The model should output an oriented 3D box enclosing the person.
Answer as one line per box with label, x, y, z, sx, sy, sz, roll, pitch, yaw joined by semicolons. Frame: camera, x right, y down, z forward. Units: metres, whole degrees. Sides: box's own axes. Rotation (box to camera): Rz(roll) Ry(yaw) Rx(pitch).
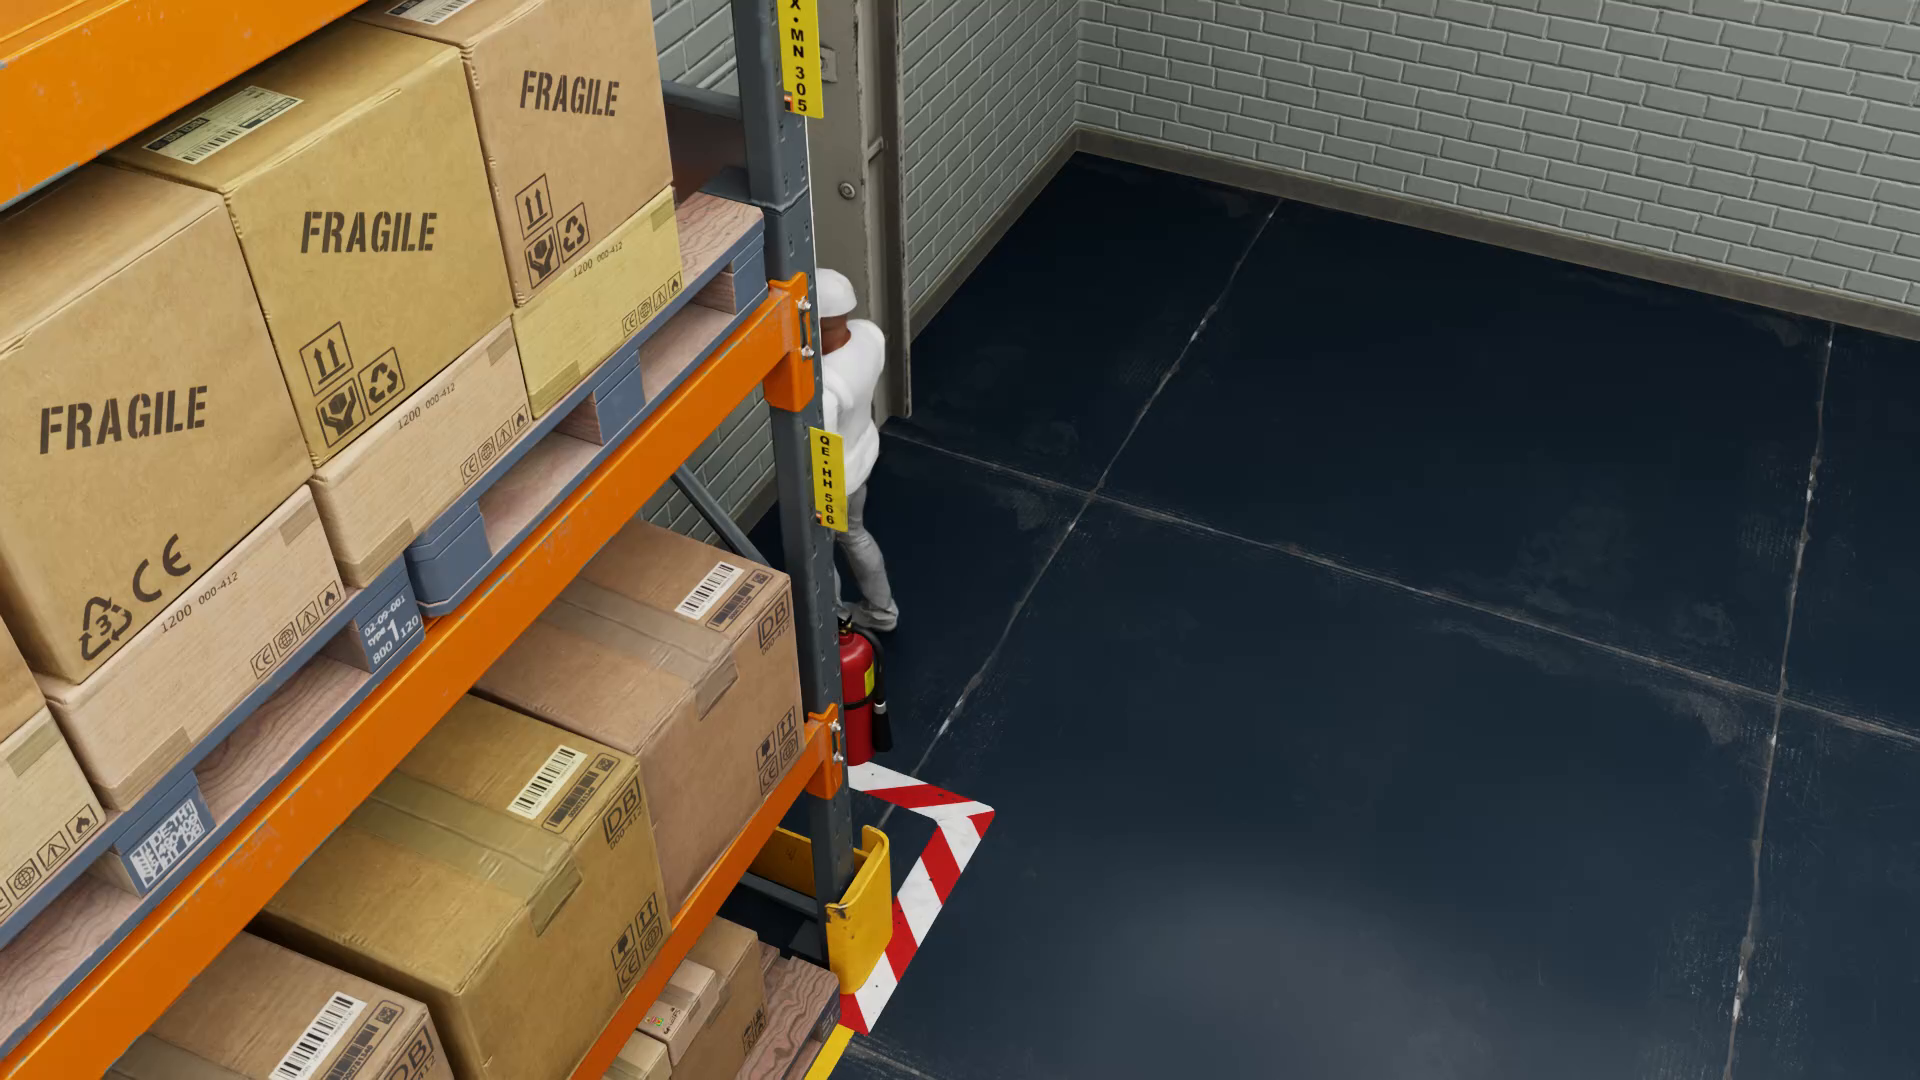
person;-0.522;-0.276;6.438;0.518;1.773;0.587;15;44;16
